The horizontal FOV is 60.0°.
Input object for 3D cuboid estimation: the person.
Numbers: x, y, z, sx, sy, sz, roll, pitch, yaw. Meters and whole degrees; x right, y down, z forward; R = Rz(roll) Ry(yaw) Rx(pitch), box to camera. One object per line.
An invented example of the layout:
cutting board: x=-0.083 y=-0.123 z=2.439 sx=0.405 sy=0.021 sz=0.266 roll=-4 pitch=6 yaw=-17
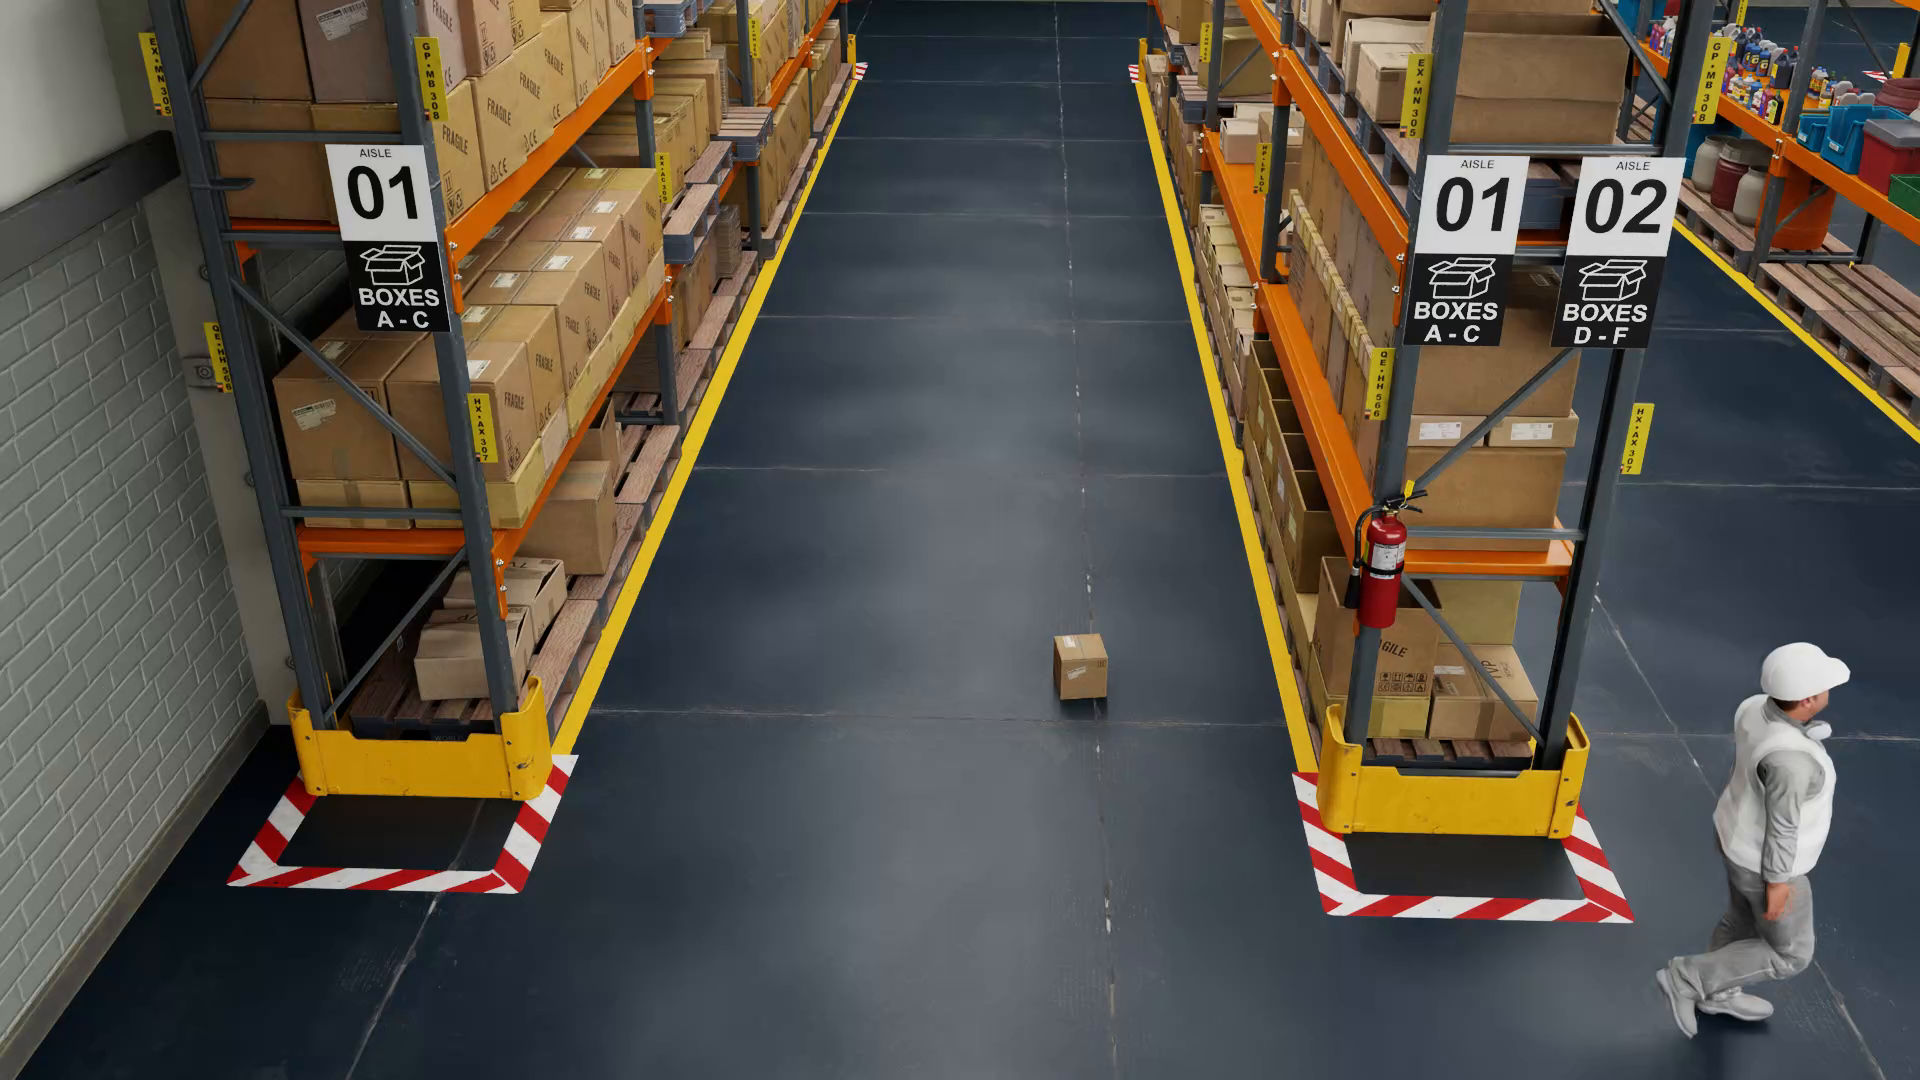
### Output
person: x=3.032 y=1.157 z=6.343 sx=0.526 sy=1.764 sz=0.536 roll=5 pitch=28 yaw=10
